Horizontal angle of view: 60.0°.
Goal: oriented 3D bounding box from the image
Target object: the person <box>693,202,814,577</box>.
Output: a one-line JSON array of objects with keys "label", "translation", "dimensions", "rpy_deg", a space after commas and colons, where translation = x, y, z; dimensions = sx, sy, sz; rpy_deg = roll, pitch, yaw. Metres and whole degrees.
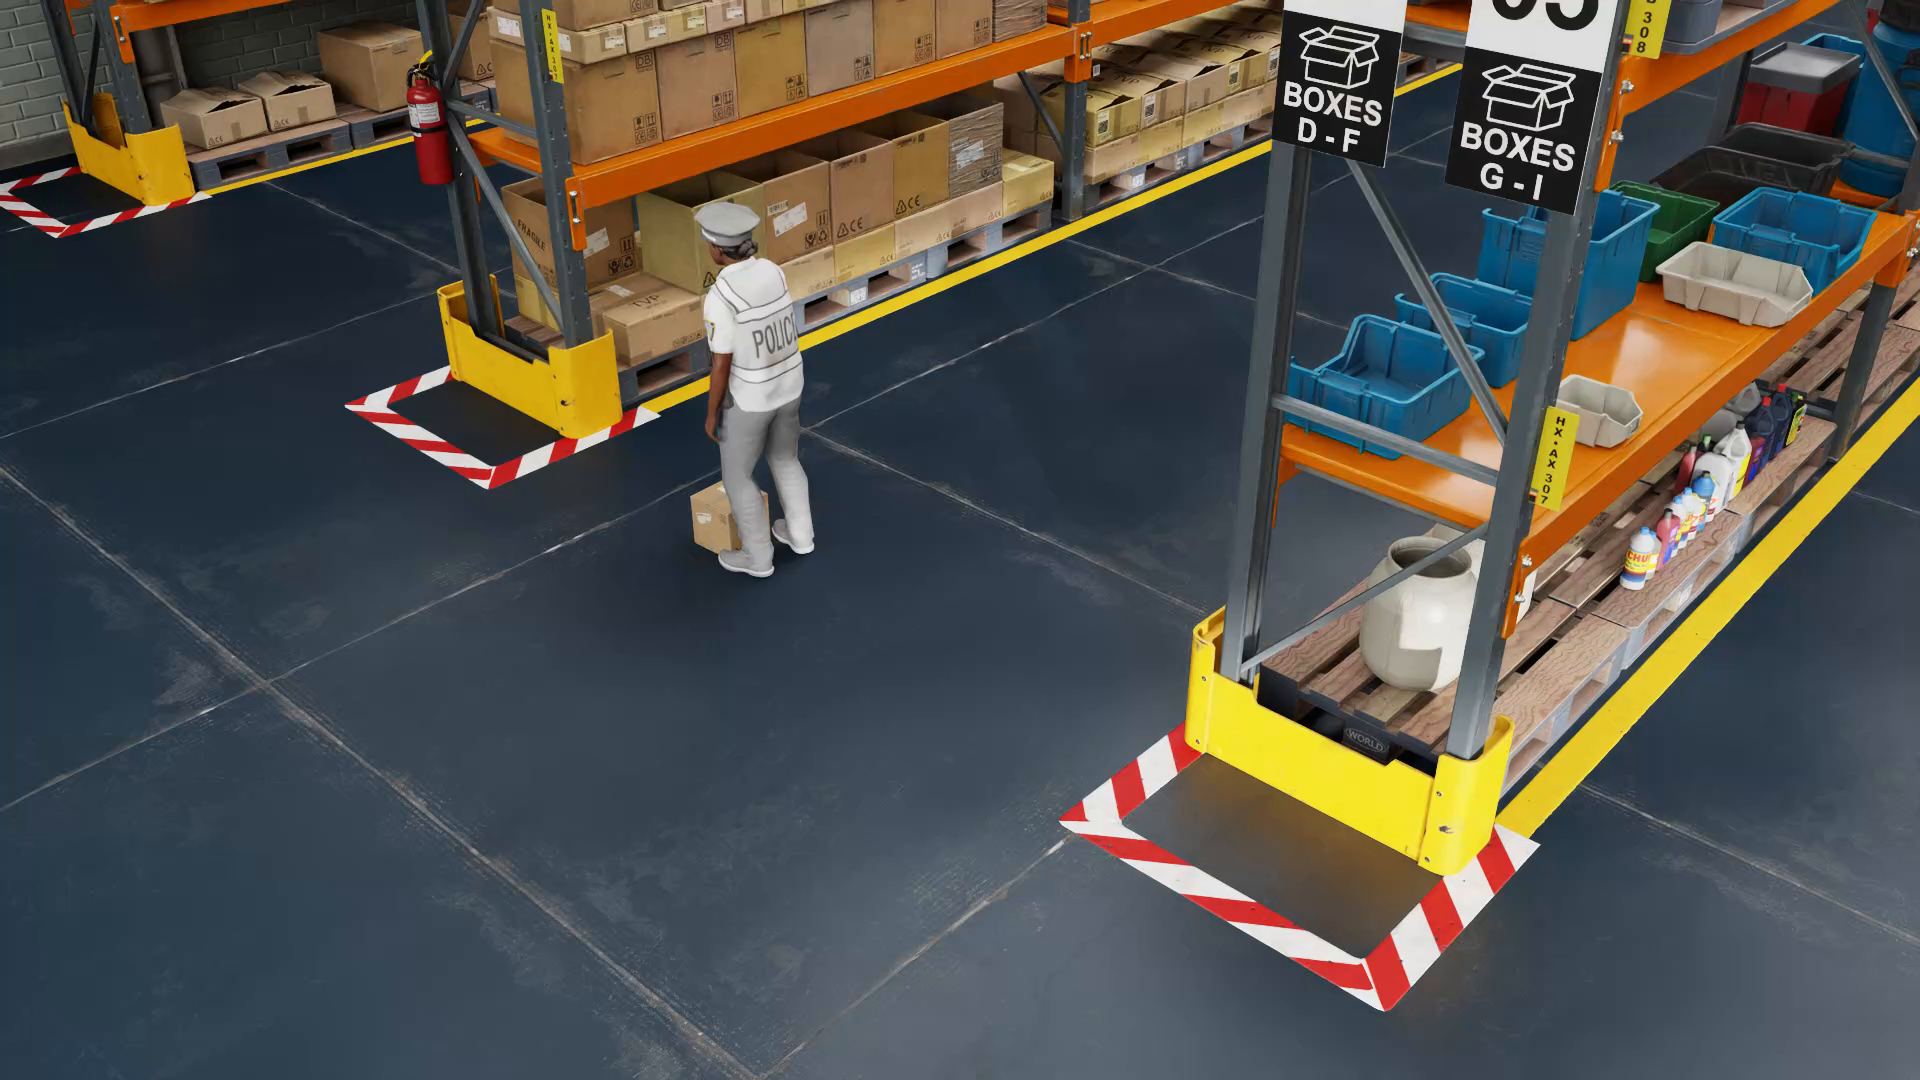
[{"label": "person", "translation": [-0.876, -0.622, 7.146], "dimensions": [0.391, 1.664, 0.531], "rpy_deg": [23, 38, 33]}]
